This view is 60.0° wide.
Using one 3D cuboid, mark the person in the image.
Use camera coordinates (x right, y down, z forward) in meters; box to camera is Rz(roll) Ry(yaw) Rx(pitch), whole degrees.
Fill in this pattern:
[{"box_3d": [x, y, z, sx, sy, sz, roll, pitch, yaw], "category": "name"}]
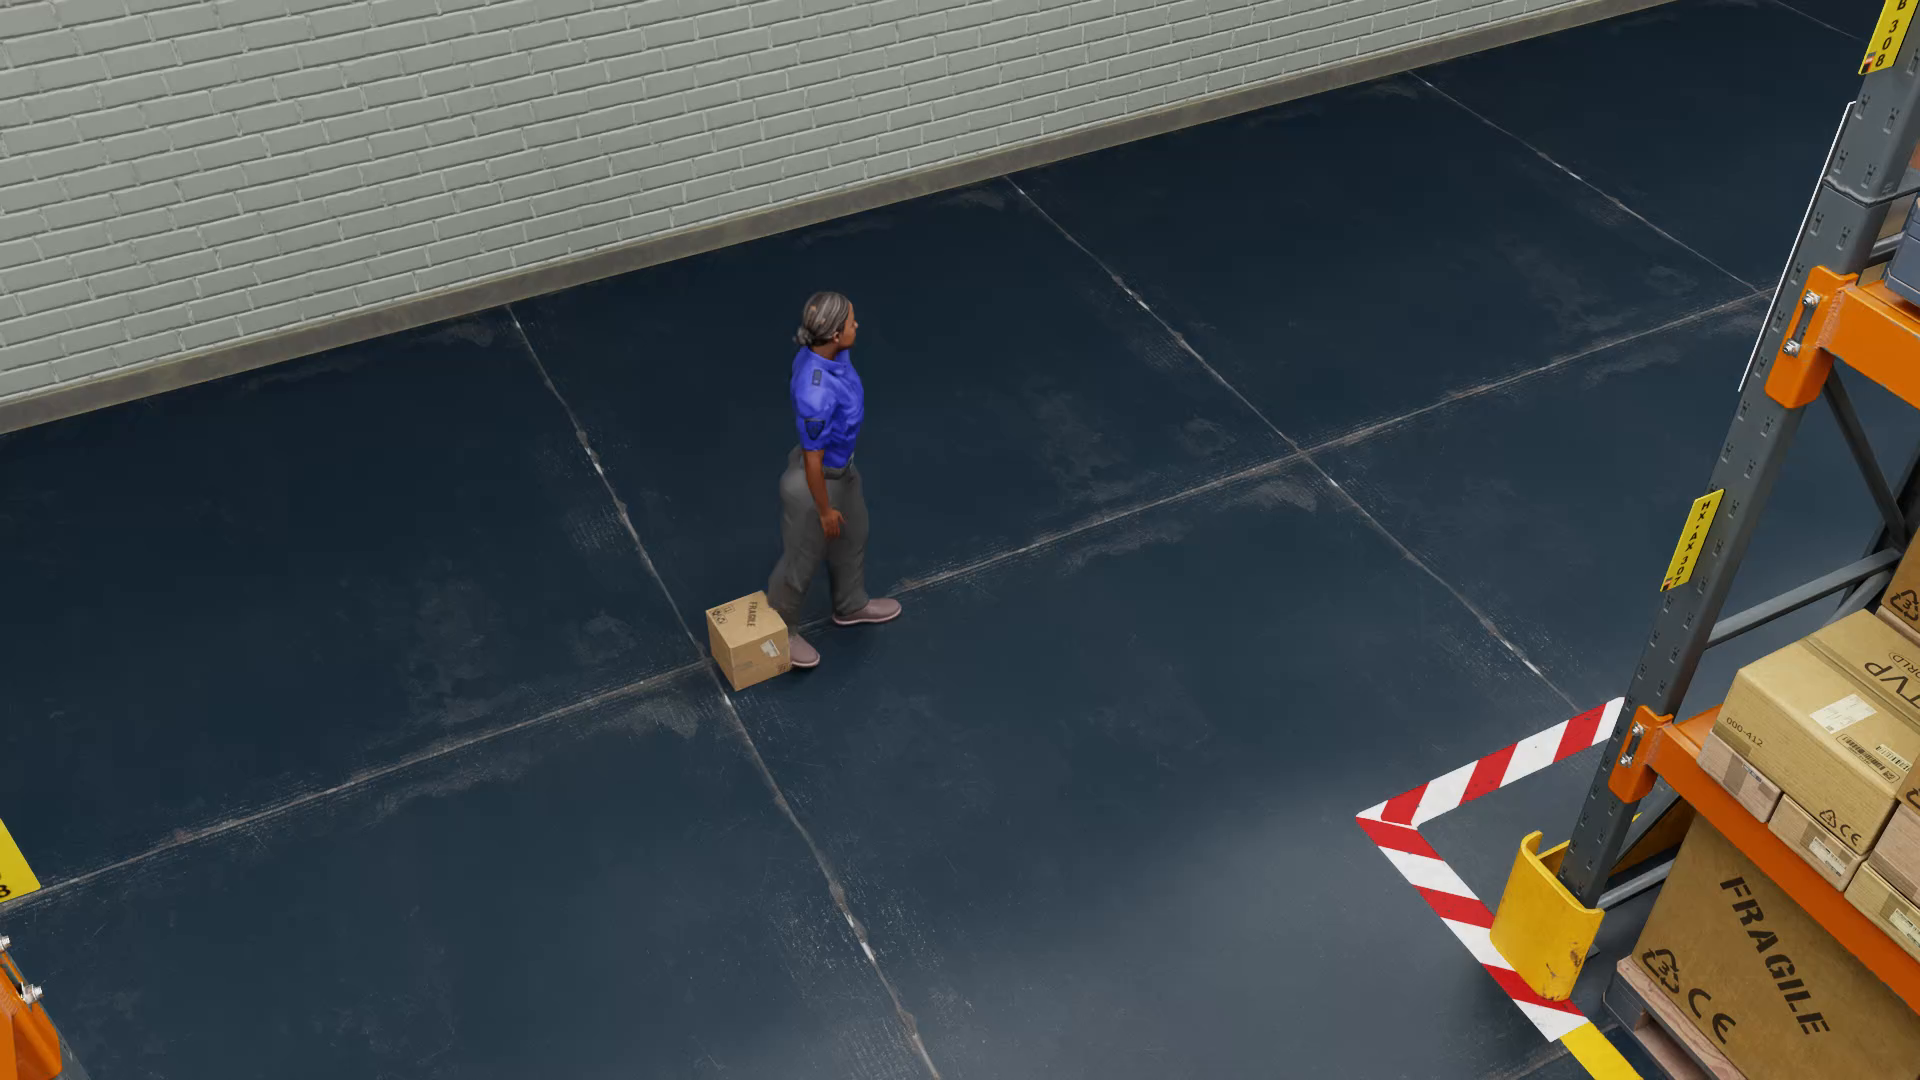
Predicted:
[{"box_3d": [-0.536, -0.228, 6.418, 0.548, 1.655, 0.487, 3, 42, 4], "category": "person"}]
